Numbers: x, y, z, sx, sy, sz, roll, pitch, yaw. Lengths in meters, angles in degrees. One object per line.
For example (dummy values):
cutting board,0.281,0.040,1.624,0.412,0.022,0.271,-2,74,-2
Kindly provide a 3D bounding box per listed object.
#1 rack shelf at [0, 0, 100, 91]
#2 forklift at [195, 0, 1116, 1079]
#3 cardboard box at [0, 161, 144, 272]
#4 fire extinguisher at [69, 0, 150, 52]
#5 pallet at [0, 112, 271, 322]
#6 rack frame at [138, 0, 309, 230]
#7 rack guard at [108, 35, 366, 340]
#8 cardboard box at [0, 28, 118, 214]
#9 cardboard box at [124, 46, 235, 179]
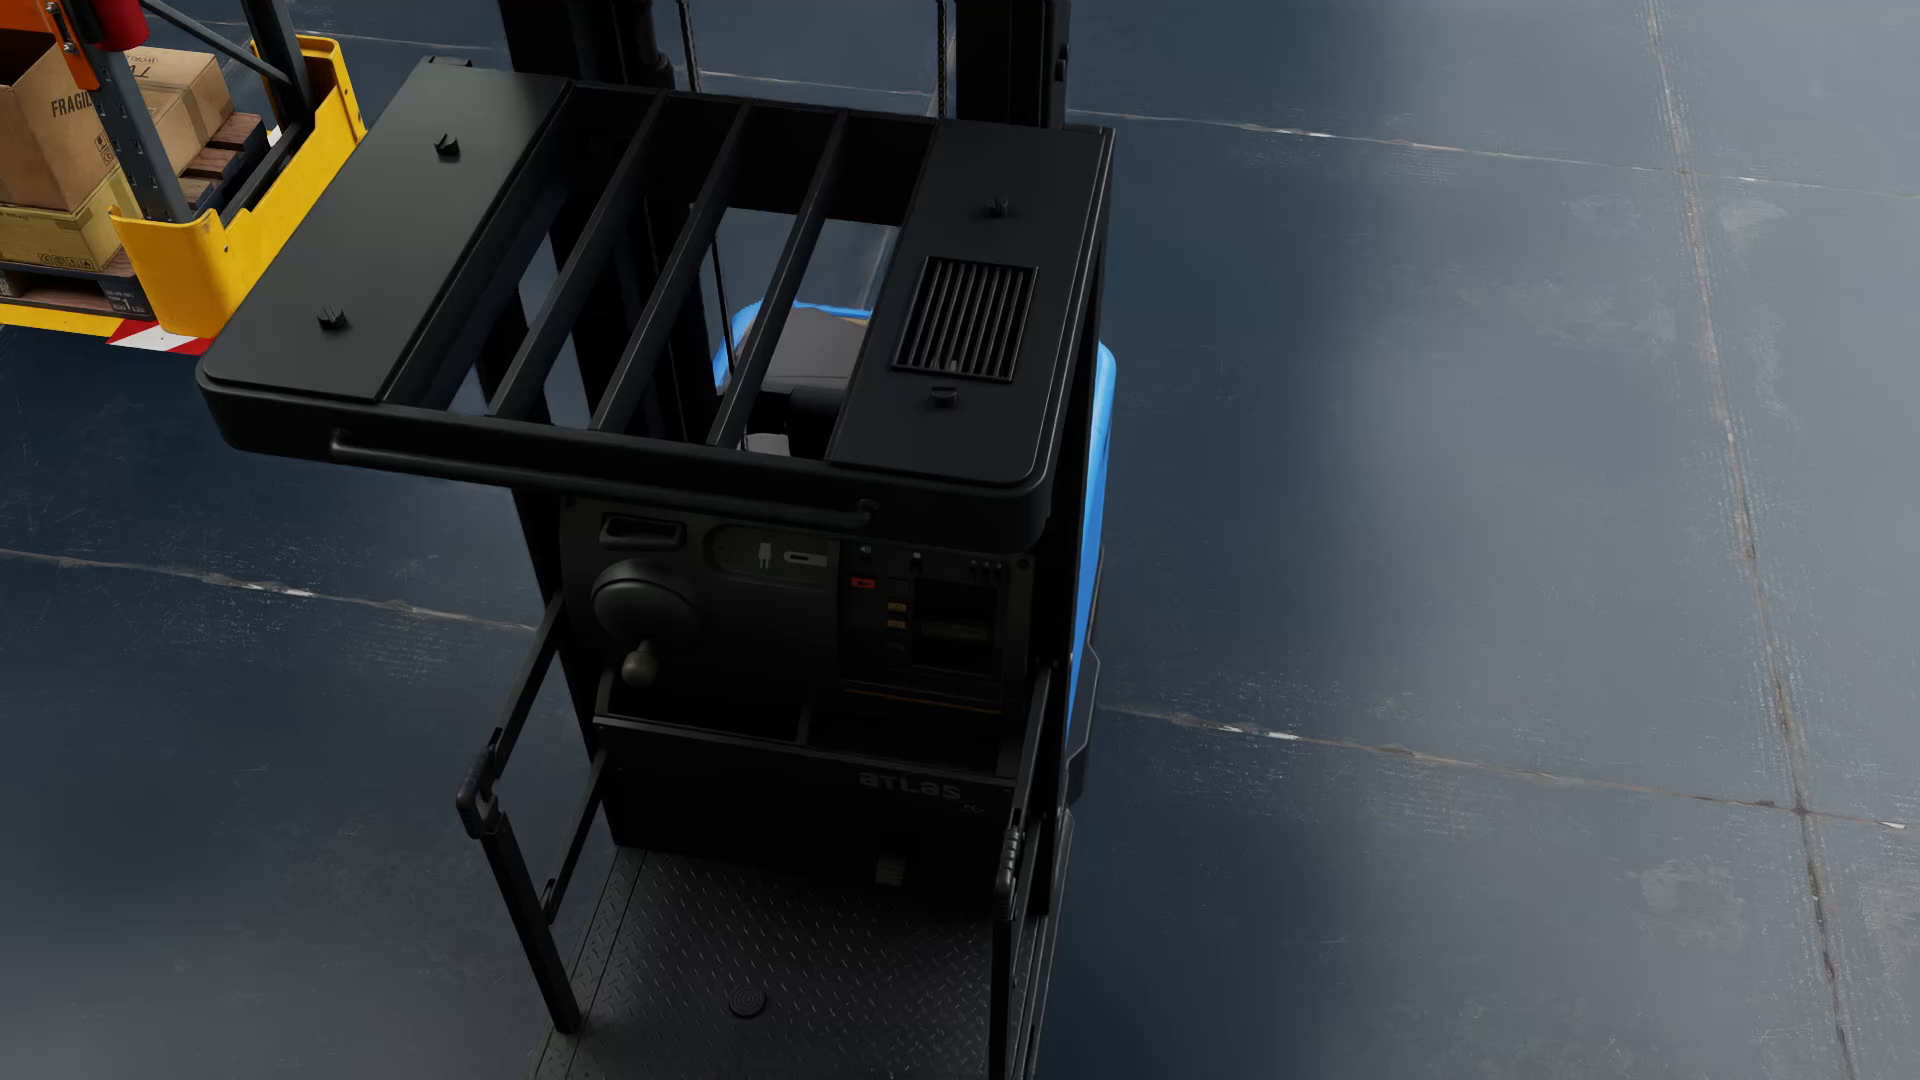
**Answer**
rack shelf,-4.586,-2.177,5.673,4.000,0.370,1.077,8,49,7
forklift,-0.357,0.229,3.073,1.130,2.935,3.031,8,49,7
cardboard box,-3.198,-1.229,5.904,0.500,0.250,0.500,8,49,7
fire extinguisher,-2.584,-1.771,4.877,0.183,0.674,0.296,8,49,7
pallet,-3.378,-1.291,6.268,1.213,0.211,1.003,8,49,7
rack frame,-2.618,-2.150,5.166,0.053,2.616,0.949,8,49,7
rack guard,-2.594,-1.314,6.095,0.348,0.500,1.175,8,49,7
cardboard box,-3.198,-1.478,5.623,0.500,0.500,0.500,8,49,7
cardboard box,-3.106,-1.608,6.244,0.500,0.250,0.500,8,49,7
